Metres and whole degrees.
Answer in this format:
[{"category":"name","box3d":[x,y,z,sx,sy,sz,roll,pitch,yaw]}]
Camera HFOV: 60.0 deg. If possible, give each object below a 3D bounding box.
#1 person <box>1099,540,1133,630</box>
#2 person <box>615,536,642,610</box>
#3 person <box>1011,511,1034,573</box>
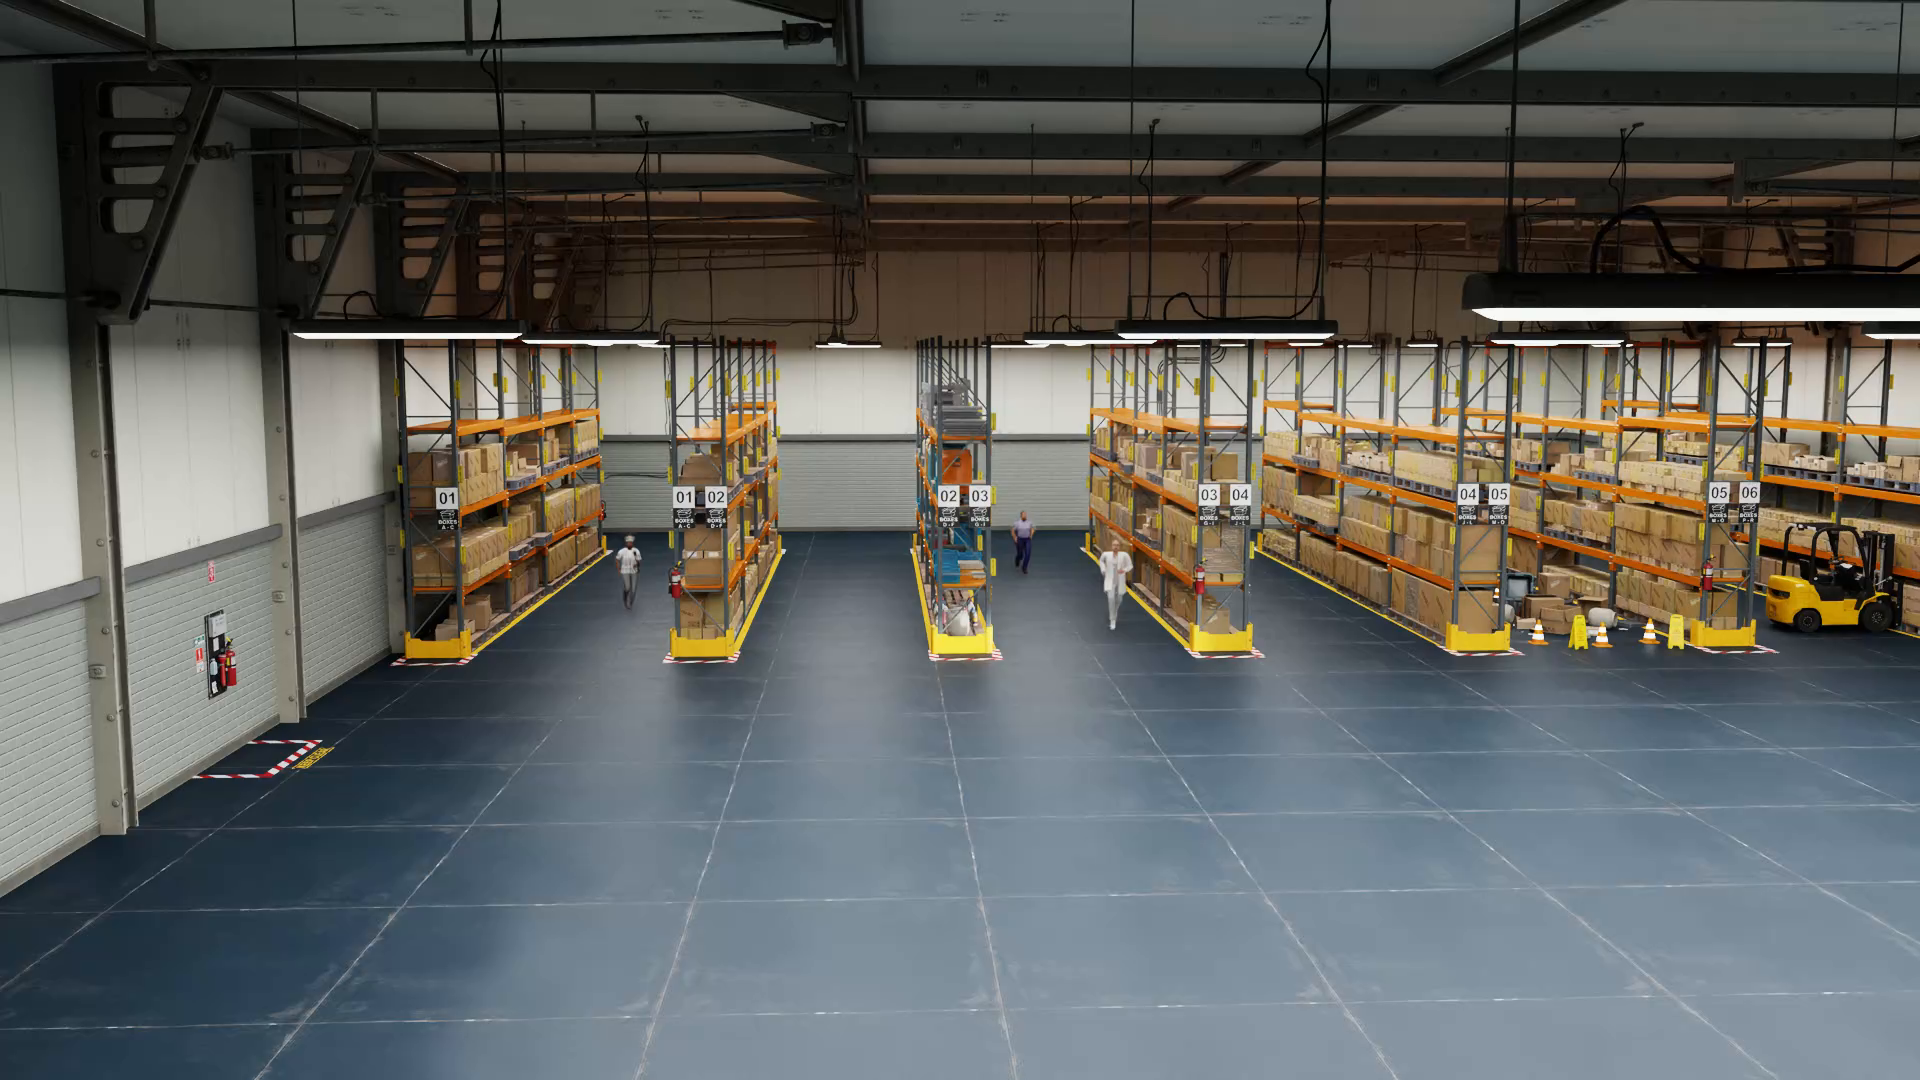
[{"category":"person","box3d":[3.271,0.898,34.814,0.668,1.805,1.198,0,6,-3]},{"category":"person","box3d":[-7.261,0.736,36.551,0.552,1.662,0.628,-3,7,-22]},{"category":"person","box3d":[1.642,0.045,43.141,0.614,1.609,0.575,-1,7,-12]}]
